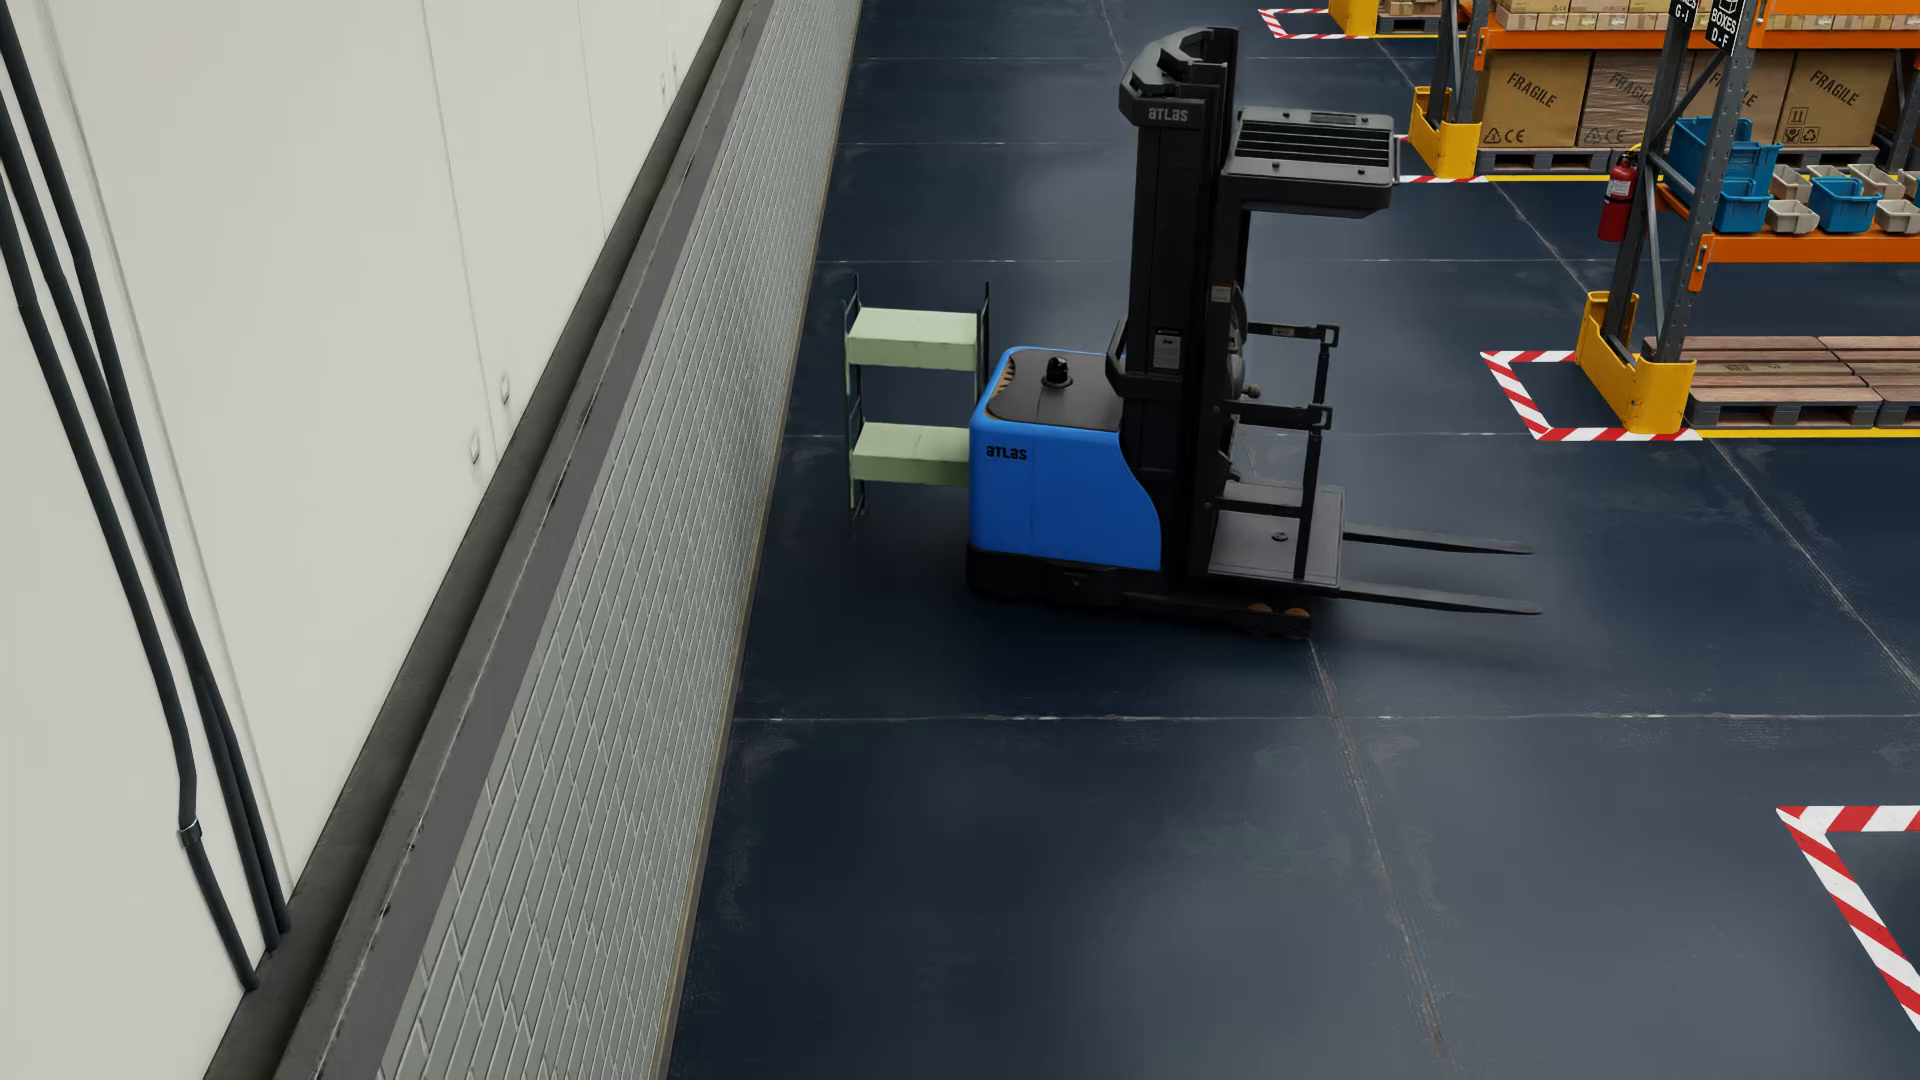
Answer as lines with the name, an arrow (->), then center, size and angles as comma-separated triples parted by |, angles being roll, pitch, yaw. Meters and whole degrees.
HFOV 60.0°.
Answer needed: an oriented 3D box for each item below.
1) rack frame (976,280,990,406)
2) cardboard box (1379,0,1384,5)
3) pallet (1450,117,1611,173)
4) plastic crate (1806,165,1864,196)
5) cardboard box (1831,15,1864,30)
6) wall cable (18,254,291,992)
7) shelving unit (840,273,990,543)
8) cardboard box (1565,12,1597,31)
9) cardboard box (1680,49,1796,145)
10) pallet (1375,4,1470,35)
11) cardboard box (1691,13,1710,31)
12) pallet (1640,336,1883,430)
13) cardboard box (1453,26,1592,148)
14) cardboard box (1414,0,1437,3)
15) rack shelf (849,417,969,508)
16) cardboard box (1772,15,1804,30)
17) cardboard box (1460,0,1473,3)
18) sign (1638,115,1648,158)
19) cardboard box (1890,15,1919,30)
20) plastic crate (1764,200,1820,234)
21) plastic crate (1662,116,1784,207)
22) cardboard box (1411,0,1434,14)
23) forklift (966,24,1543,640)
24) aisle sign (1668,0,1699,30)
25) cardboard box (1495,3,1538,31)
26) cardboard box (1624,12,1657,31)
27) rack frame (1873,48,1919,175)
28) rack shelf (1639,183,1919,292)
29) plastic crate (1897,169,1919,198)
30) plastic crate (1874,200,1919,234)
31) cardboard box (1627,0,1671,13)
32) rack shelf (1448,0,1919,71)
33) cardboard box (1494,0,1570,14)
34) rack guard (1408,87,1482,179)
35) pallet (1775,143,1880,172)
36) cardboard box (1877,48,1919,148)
rack frame -> 0.126, -0.674, 9.304 | 0.023, 1.500, 0.400 | 4, 31, 7
cardboard box -> 5.092, -6.490, 19.787 | 0.250, 0.149, 0.380 | 0, 31, 1
pallet -> 5.295, -3.697, 15.529 | 1.213, 0.211, 1.003 | 0, 31, 0
plastic crate -> 5.630, -2.280, 10.701 | 0.243, 0.136, 0.396 | 0, 31, 0
cardboard box -> 7.679, -4.579, 14.536 | 0.250, 0.149, 0.380 | -1, 31, -1
wall cable -> -1.072, 1.457, 1.556 | 0.112, 2.526, 3.097 | 0, 31, 0
shelving unit -> -0.237, -0.700, 9.347 | 0.755, 1.500, 0.431 | 4, 31, 7
cardboard box -> 5.366, -4.571, 14.524 | 0.250, 0.149, 0.380 | -1, 31, -1
cardboard box -> 6.935, -4.166, 15.258 | 0.875, 0.875, 0.875 | 0, 31, 0
pallet -> 5.456, -6.211, 19.673 | 1.213, 0.211, 1.003 | 0, 31, 0
cardboard box -> 6.391, -4.574, 14.529 | 0.250, 0.149, 0.380 | -1, 31, -2
pallet -> 5.351, -1.067, 11.195 | 1.213, 0.211, 1.003 | 0, 31, 0
cardboard box -> 5.136, -4.161, 15.248 | 0.875, 0.875, 0.875 | 0, 31, 0
cardboard box -> 5.367, -6.347, 19.265 | 0.250, 0.149, 0.380 | 0, 31, -1
rack shelf -> -0.237, -0.421, 9.516 | 0.720, 0.370, 0.431 | 4, 31, 7
cardboard box -> 7.164, -4.577, 14.533 | 0.250, 0.149, 0.380 | 0, 31, 1
cardboard box -> 5.868, -6.338, 19.251 | 0.250, 0.149, 0.380 | 1, 31, 1
sign -> 4.506, -2.632, 10.928 | 0.005, 0.325, 0.100 | 0, 31, 0
cardboard box -> 8.193, -4.580, 14.539 | 0.250, 0.149, 0.380 | 0, 31, 0
plastic crate -> 5.096, -1.978, 10.204 | 0.298, 0.136, 0.250 | 0, 31, 0
plastic crate -> 4.860, -2.416, 10.637 | 0.499, 0.435, 0.616 | 0, 31, 0
cardboard box -> 5.354, -6.259, 19.406 | 0.250, 0.149, 0.380 | 0, 31, 0
forklift -> 1.607, -1.029, 8.510 | 3.031, 2.935, 1.130 | 7, 32, 11
aisle sign -> 4.452, -3.540, 10.076 | 0.004, 0.787, 0.394 | 0, 31, 0
cardboard box -> 4.853, -4.569, 14.519 | 0.250, 0.149, 0.380 | 0, 31, 0
cardboard box -> 5.881, -4.573, 14.526 | 0.250, 0.149, 0.380 | -1, 31, -1
rack frame -> 8.496, -4.859, 14.755 | 0.127, 3.000, 1.000 | 0, 31, 0
rack shelf -> 6.526, -1.976, 10.697 | 4.000, 0.370, 1.077 | 0, 31, 0
plastic crate -> 6.204, -2.304, 10.741 | 0.250, 0.136, 0.298 | 0, 31, 0
plastic crate -> 5.774, -1.980, 10.207 | 0.298, 0.136, 0.250 | 0, 31, 0
cardboard box -> 6.000, -4.775, 14.476 | 0.500, 0.250, 0.500 | -1, 31, -2
rack shelf -> 6.496, -4.545, 14.931 | 4.000, 0.370, 1.077 | 0, 31, 0
cardboard box -> 4.978, -4.771, 14.468 | 0.500, 0.250, 0.500 | -1, 31, -2
rack guard -> 4.472, -3.777, 15.383 | 0.348, 0.500, 1.175 | 0, 31, 0
pallet -> 7.735, -3.705, 15.541 | 1.213, 0.211, 1.003 | 0, 31, 0
cardboard box -> 9.136, -4.142, 15.218 | 0.875, 0.875, 1.225 | 0, 31, 0
